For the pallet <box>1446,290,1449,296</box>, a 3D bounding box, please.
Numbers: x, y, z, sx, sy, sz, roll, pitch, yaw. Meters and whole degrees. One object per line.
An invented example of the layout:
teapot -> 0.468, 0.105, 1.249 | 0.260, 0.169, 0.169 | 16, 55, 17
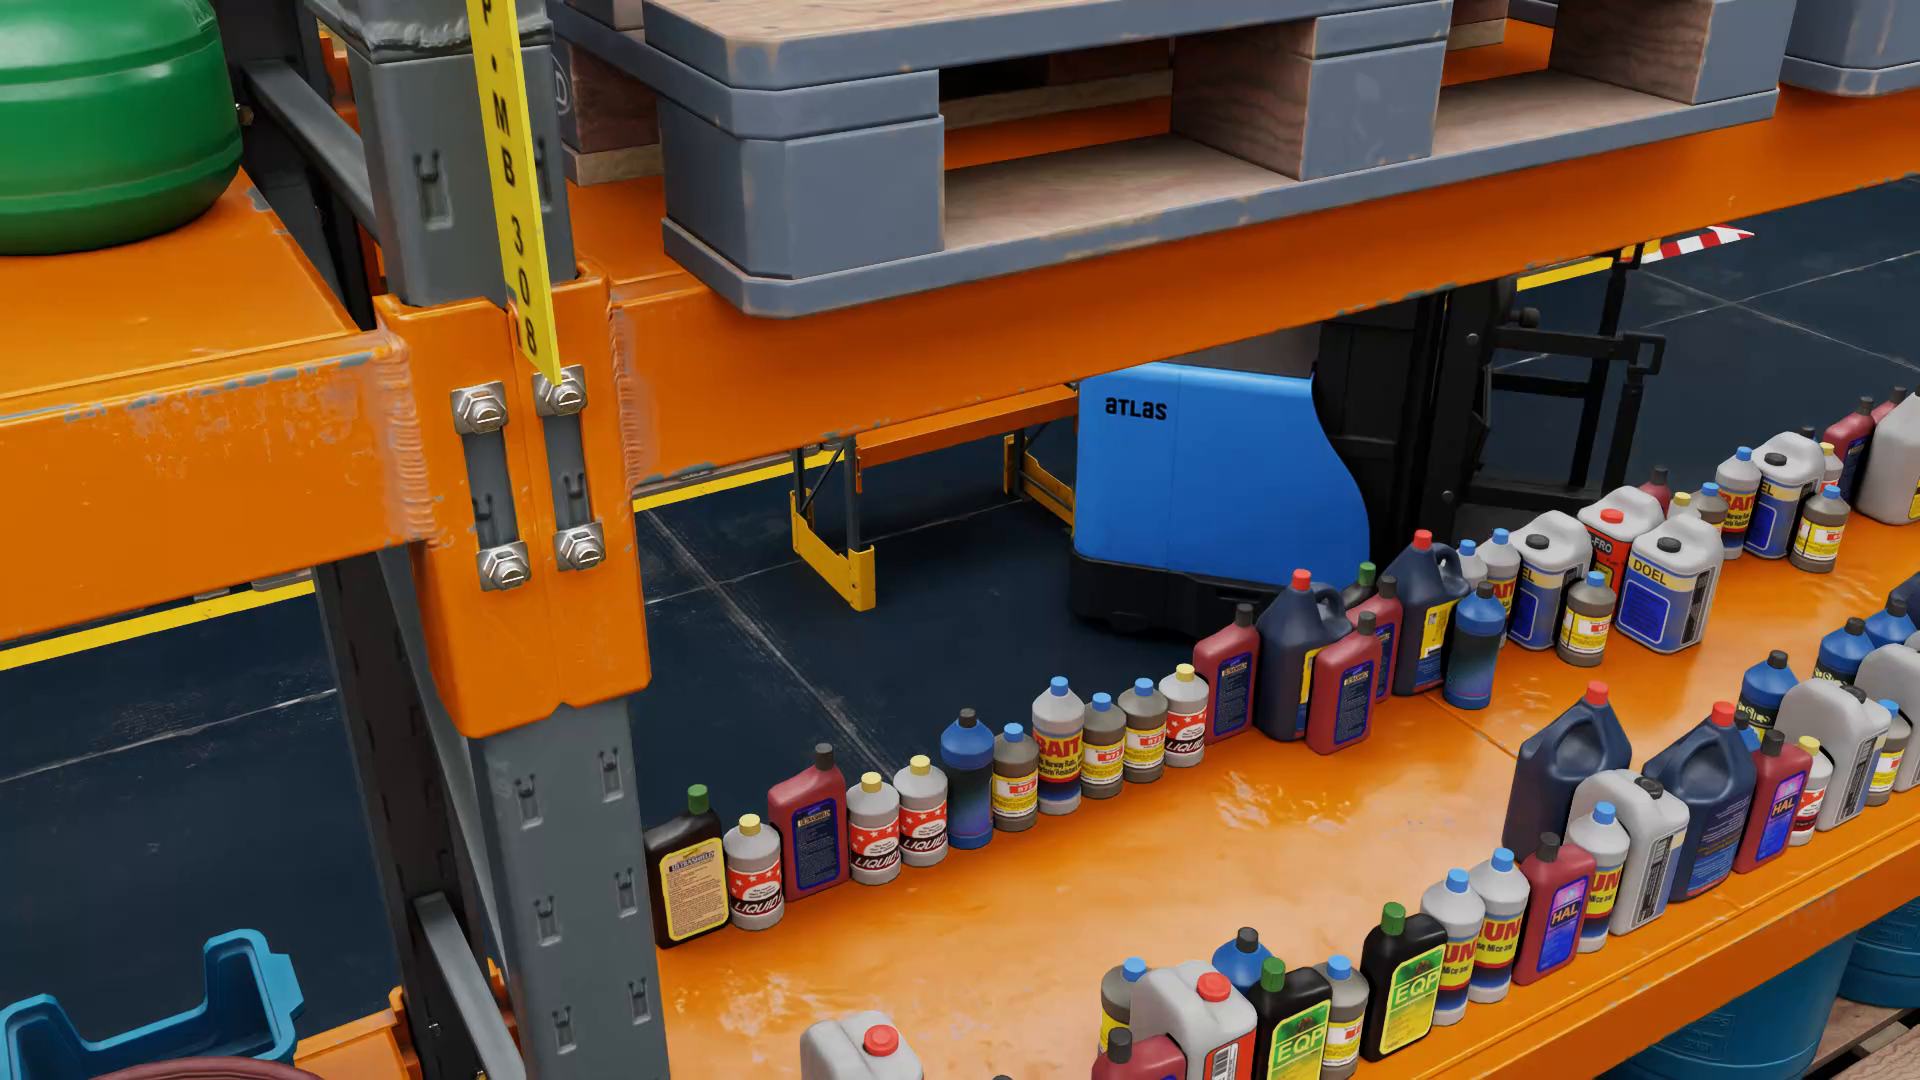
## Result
pallet -> 1.993, -1.522, 9.290 | 1.213, 0.211, 1.003 | -16, 33, -26

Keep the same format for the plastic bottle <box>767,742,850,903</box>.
plastic bottle -> -0.263, 0.487, 2.884 | 0.133, 0.283, 0.061 | -16, 33, -26

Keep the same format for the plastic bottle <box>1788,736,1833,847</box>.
plastic bottle -> 1.526, 0.450, 3.035 | 0.097, 0.201, 0.097 | 0, 29, 0

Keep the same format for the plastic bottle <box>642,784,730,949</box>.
plastic bottle -> -0.462, 0.543, 2.782 | 0.133, 0.283, 0.061 | -16, 33, -26

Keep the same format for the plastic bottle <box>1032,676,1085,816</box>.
plastic bottle -> 0.181, 0.376, 3.097 | 0.097, 0.271, 0.097 | 0, 29, 0

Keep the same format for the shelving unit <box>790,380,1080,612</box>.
shelving unit -> -0.066, -0.638, 6.354 | 1.083, 1.500, 0.587 | -16, 33, -26

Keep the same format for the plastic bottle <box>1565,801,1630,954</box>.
plastic bottle -> 1.052, 0.554, 2.774 | 0.097, 0.271, 0.097 | 0, 29, 0

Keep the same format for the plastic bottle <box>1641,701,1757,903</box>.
plastic bottle -> 1.278, 0.442, 2.895 | 0.185, 0.351, 0.144 | -16, 33, -26

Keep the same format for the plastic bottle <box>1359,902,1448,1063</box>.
plastic bottle -> 0.679, 0.665, 2.561 | 0.133, 0.283, 0.061 | -16, 33, -26

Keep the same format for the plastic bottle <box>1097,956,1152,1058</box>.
plastic bottle -> 0.262, 0.724, 2.539 | 0.097, 0.201, 0.097 | 0, 29, 0

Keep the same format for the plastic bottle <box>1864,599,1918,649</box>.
plastic bottle -> 1.849, 0.243, 3.339 | 0.097, 0.271, 0.097 | 0, 29, 0

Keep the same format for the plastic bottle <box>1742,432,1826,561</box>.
plastic bottle -> 1.947, -0.112, 3.977 | 0.135, 0.276, 0.152 | -16, 33, -26

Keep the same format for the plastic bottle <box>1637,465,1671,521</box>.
plastic bottle -> 1.556, -0.030, 3.820 | 0.133, 0.283, 0.061 | -16, 33, -26

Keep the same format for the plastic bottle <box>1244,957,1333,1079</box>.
plastic bottle -> 0.480, 0.722, 2.459 | 0.133, 0.283, 0.061 | -16, 33, -26

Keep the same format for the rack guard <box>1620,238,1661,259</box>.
rack guard -> 3.731, -2.141, 10.112 | 0.348, 0.500, 1.175 | -16, 33, -26

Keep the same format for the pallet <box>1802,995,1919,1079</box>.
pallet -> 2.168, 1.182, 4.390 | 1.213, 0.211, 1.003 | -16, 33, -26

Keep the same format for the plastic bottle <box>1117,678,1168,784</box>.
plastic bottle -> 0.349, 0.359, 3.201 | 0.097, 0.201, 0.097 | 0, 29, 0

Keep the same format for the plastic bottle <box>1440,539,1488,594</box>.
plastic bottle -> 1.066, 0.125, 3.552 | 0.097, 0.271, 0.097 | 0, 29, 0

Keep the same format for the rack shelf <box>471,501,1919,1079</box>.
rack shelf -> 1.130, 0.594, 3.313 | 4.000, 0.370, 1.077 | -16, 33, -26

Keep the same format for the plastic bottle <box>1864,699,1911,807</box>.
plastic bottle -> 1.726, 0.393, 3.138 | 0.097, 0.201, 0.097 | 0, 29, 0

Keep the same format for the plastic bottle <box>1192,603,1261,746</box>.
plastic bottle -> 0.523, 0.263, 3.289 | 0.133, 0.283, 0.061 | -16, 33, -26

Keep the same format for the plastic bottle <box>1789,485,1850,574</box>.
plastic bottle -> 2.026, -0.032, 3.909 | 0.097, 0.201, 0.097 | 0, 29, 0

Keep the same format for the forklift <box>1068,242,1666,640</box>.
forklift -> 1.976, -0.988, 5.506 | 3.031, 2.935, 1.130 | 8, 30, 14

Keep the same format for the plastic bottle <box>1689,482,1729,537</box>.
plastic bottle -> 1.749, -0.038, 3.921 | 0.097, 0.201, 0.097 | 0, 29, 0

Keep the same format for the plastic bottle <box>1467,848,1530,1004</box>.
plastic bottle -> 0.853, 0.611, 2.672 | 0.097, 0.271, 0.097 | 0, 29, 0

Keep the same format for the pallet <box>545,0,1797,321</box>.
pallet -> 0.114, -0.608, 1.839 | 1.213, 0.211, 1.003 | -16, 33, -26

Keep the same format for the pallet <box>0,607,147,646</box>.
pallet -> -3.830, 0.111, 6.331 | 1.213, 0.211, 1.003 | -16, 33, -26

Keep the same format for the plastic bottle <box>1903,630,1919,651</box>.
plastic bottle -> 1.928, 0.288, 3.252 | 0.135, 0.276, 0.152 | -16, 33, -26

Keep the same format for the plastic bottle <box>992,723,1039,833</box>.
plastic bottle -> 0.097, 0.430, 3.071 | 0.097, 0.201, 0.097 | 0, 29, 0

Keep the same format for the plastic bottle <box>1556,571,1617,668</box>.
plastic bottle -> 1.343, 0.162, 3.557 | 0.097, 0.201, 0.097 | 0, 29, 0

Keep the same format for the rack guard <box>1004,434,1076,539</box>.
rack guard -> 0.364, -0.213, 6.877 | 0.087, 0.250, 0.587 | -16, 33, -26

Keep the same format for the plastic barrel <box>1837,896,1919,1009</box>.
plastic barrel -> 2.376, 0.651, 4.204 | 0.708, 0.901, 0.600 | -16, 33, -26

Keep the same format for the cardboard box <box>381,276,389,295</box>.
cardboard box -> -2.367, -1.064, 6.930 | 0.500, 0.250, 0.500 | -15, 32, -24

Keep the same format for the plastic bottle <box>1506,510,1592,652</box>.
plastic bottle -> 1.264, 0.082, 3.625 | 0.135, 0.276, 0.152 | -16, 33, -26

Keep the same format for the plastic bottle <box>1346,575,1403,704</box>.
plastic bottle -> 0.829, 0.211, 3.384 | 0.133, 0.283, 0.061 | -16, 33, -26

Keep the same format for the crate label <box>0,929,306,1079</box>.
crate label -> -1.148, 0.789, 2.389 | 0.416, 0.233, 0.303 | -16, 33, -26

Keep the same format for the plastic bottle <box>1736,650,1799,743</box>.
plastic bottle -> 1.533, 0.332, 3.176 | 0.097, 0.271, 0.097 | 0, 29, 0

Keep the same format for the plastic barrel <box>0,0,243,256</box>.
plastic barrel -> -0.782, -0.395, 1.417 | 0.294, 0.245, 0.294 | 0, 29, 0

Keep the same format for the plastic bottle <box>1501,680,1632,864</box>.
plastic bottle -> 1.085, 0.412, 2.950 | 0.185, 0.351, 0.144 | -16, 33, -26

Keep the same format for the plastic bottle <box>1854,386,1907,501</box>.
plastic bottle -> 2.322, -0.247, 4.214 | 0.133, 0.283, 0.061 | -16, 33, -26

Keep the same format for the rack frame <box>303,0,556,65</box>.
rack frame -> -0.595, -1.858, 0.803 | 0.127, 3.000, 1.000 | -16, 33, -26

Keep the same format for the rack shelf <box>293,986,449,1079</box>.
rack shelf -> -2.319, 1.573, 1.539 | 4.000, 0.370, 1.077 | -16, 33, -26

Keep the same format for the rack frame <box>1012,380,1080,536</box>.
rack frame -> 0.365, -0.760, 6.575 | 0.032, 1.500, 0.500 | -16, 33, -26

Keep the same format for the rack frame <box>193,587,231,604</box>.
rack frame -> -3.101, -1.296, 5.993 | 0.127, 3.000, 1.000 | -16, 33, -26

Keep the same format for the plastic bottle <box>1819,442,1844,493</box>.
plastic bottle -> 2.117, -0.143, 4.110 | 0.097, 0.201, 0.097 | 0, 29, 0

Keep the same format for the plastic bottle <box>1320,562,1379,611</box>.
plastic bottle -> 0.798, 0.186, 3.430 | 0.133, 0.283, 0.061 | -16, 33, -26

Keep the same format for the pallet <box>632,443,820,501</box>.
pallet -> -1.387, -0.538, 7.507 | 1.213, 0.211, 1.003 | -16, 33, -26

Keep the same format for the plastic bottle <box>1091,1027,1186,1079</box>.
plastic bottle -> 0.249, 0.787, 2.340 | 0.133, 0.283, 0.061 | -16, 33, -26

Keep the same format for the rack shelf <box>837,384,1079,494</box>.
rack shelf -> -0.074, -0.478, 6.437 | 1.000, 0.185, 0.538 | -16, 33, -26

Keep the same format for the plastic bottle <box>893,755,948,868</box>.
plastic bottle -> -0.070, 0.478, 2.985 | 0.097, 0.201, 0.097 | 0, 29, 0
